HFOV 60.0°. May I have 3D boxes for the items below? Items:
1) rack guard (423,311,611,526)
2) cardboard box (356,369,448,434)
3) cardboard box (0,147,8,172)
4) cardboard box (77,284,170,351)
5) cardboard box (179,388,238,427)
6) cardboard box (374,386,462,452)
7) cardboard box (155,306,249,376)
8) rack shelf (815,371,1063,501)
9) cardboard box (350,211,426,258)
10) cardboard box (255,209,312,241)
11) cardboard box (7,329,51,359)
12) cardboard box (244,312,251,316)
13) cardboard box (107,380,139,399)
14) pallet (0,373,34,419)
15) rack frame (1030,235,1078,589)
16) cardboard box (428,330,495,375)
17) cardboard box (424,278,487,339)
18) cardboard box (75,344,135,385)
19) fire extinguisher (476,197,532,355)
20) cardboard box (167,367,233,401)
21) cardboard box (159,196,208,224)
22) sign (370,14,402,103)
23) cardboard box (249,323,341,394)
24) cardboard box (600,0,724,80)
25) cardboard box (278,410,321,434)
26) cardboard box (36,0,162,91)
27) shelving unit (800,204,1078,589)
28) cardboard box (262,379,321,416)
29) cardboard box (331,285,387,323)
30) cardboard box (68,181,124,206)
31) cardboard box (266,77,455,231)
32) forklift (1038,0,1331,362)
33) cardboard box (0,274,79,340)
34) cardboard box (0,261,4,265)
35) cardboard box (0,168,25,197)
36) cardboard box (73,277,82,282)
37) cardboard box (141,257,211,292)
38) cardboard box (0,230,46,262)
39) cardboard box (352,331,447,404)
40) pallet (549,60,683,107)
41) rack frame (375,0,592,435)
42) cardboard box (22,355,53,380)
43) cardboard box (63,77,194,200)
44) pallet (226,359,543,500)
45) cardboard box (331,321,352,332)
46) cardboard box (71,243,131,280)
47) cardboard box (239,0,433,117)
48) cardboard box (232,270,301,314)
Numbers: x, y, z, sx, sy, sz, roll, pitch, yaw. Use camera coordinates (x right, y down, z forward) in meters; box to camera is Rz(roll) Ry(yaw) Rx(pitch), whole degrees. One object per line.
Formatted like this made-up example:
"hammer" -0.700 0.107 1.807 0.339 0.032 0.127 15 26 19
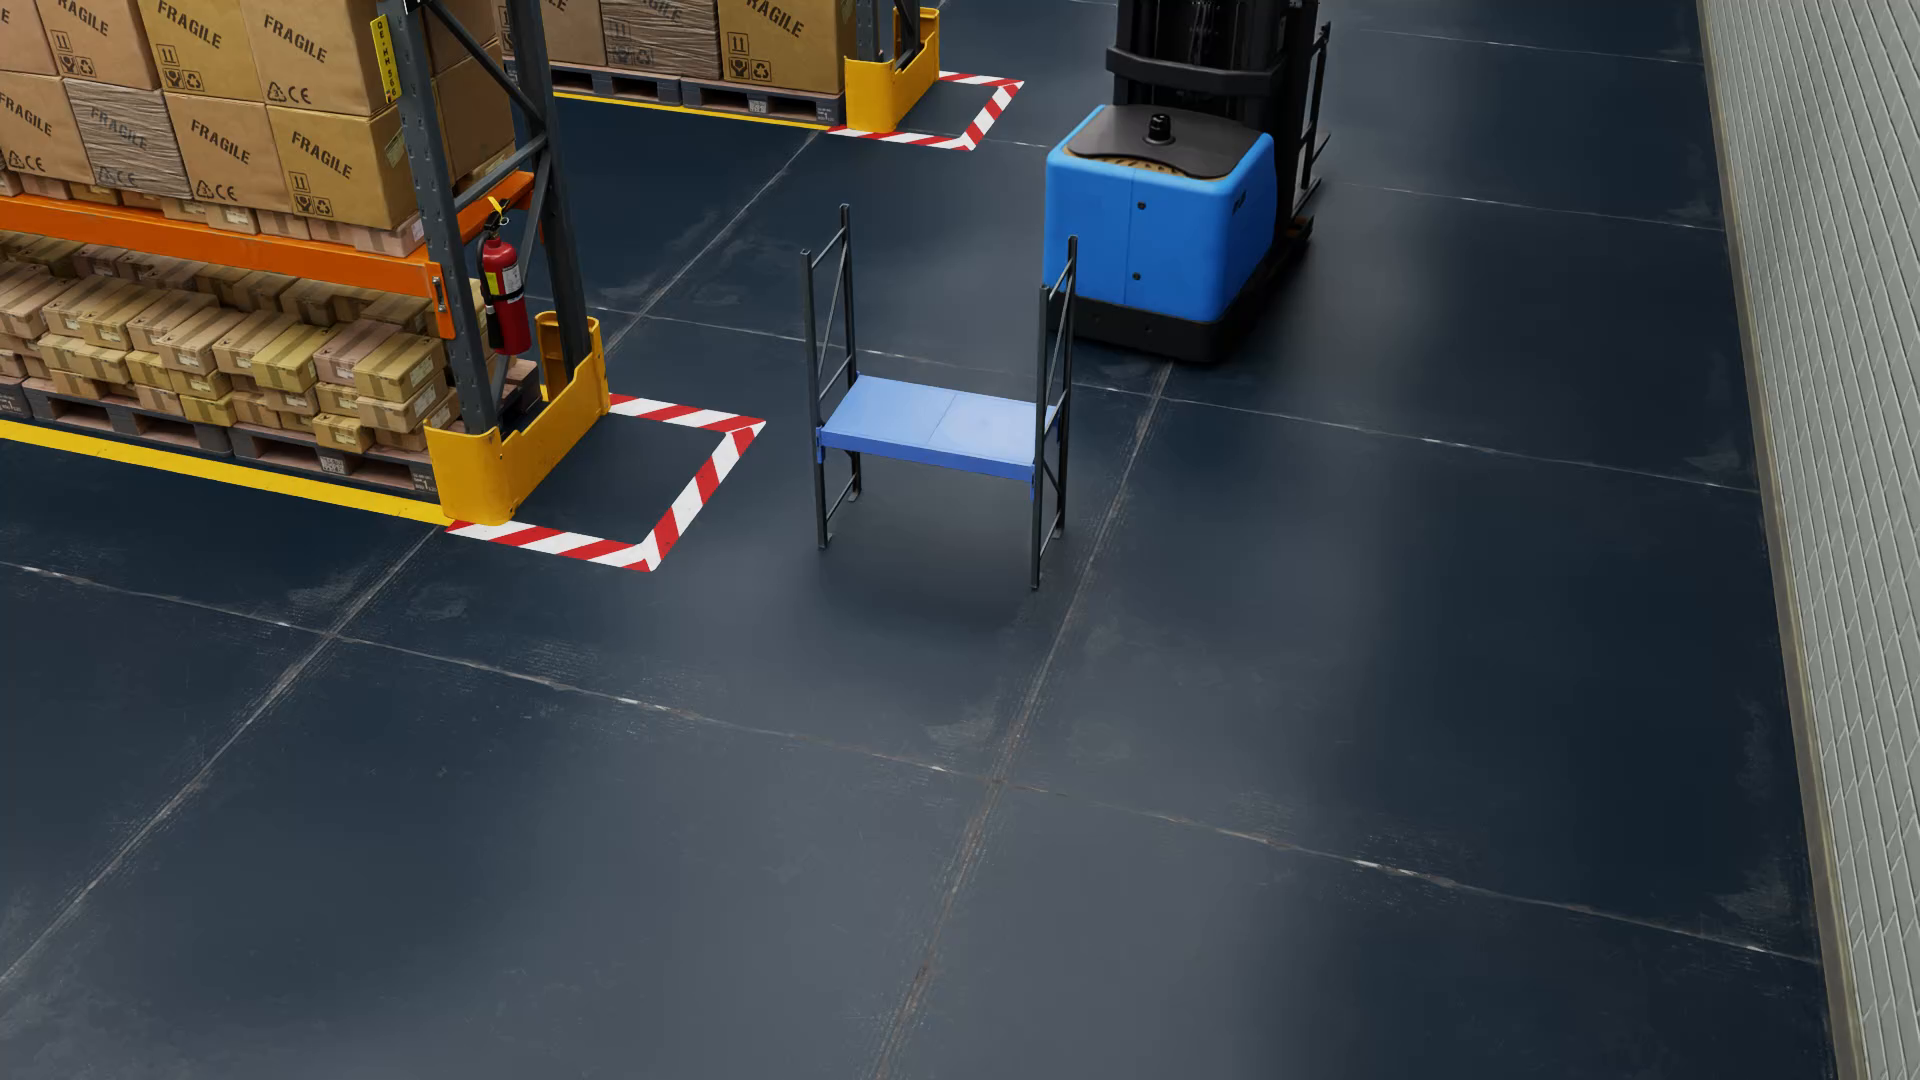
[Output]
"rack guard" -2.146 -0.617 8.166 0.348 0.500 1.175 10 38 14
"cardboard box" -2.662 -0.683 7.947 0.250 0.149 0.380 10 37 13
"cardboard box" -4.549 -2.054 7.675 0.500 0.500 0.500 10 37 13
"cardboard box" -4.140 -1.109 8.275 0.250 0.149 0.380 11 38 14
"cardboard box" -3.642 -0.735 8.270 0.250 0.149 0.380 9 37 12
"cardboard box" -2.638 -0.606 8.094 0.250 0.149 0.380 11 38 15
"cardboard box" -3.663 -0.969 8.085 0.250 0.149 0.380 12 38 16
"rack shelf" -0.081 -0.474 7.433 1.000 0.185 0.538 10 38 14
"cardboard box" -2.469 -1.407 7.342 0.250 0.149 0.380 11 38 14
"cardboard box" -2.939 -1.508 7.480 0.250 0.149 0.380 10 38 13
"cardboard box" -4.617 -1.085 8.493 0.250 0.149 0.380 12 38 16
"cardboard box" -3.496 -1.162 8.598 0.250 0.149 0.380 9 37 12
"cardboard box" -4.116 -0.882 8.469 0.250 0.149 0.380 12 38 15
"pallet" -5.240 -1.095 9.060 1.213 0.211 1.003 10 38 14
"rack frame" 0.404 -0.529 7.204 0.032 1.500 0.500 10 38 14
"cardboard box" -2.497 -0.989 8.363 0.250 0.149 0.380 12 38 16
"cardboard box" -2.472 -1.155 8.338 0.250 0.149 0.380 9 37 12
"cardboard box" -4.167 -0.946 8.305 0.250 0.149 0.380 11 38 14
"fire extinguisher" -1.971 -1.123 7.125 0.183 0.674 0.296 10 38 14
"cardboard box" -3.657 -0.858 8.185 0.250 0.149 0.380 11 38 15
"cardboard box" -3.432 -1.603 7.609 0.250 0.149 0.380 9 37 12
"sign" -2.258 -1.893 6.548 0.005 0.325 0.100 10 38 14
"cardboard box" -3.162 -0.872 7.953 0.250 0.149 0.380 10 37 13
"cardboard box" -2.001 -3.941 12.012 0.875 0.875 0.875 10 38 14
"cardboard box" -3.140 -0.690 8.207 0.250 0.149 0.380 10 38 14
"cardboard box" -3.567 -2.289 7.151 0.500 0.500 0.500 12 38 16
"shelving unit" -0.081 -0.619 7.326 1.048 1.500 0.538 10 38 14
"cardboard box" -3.159 -0.773 8.070 0.250 0.149 0.380 9 37 12
"cardboard box" -2.974 -1.253 8.471 0.250 0.149 0.380 10 38 14
"cardboard box" -3.930 -1.722 7.771 0.250 0.149 0.380 11 38 15
"cardboard box" -2.579 -1.704 7.199 0.500 0.500 0.500 11 38 15
"forklift" 1.520 -2.998 9.350 1.130 2.935 3.031 15 39 20
"cardboard box" -4.649 -1.176 8.366 0.250 0.149 0.380 11 38 15
"cardboard box" -5.123 -1.300 8.535 0.250 0.149 0.380 10 38 13
"cardboard box" -4.447 -1.775 7.844 0.250 0.149 0.380 12 38 16
"cardboard box" -4.514 -1.370 8.881 0.250 0.149 0.380 11 38 15
"cardboard box" -4.003 -1.367 8.626 0.250 0.149 0.380 11 38 14
"cardboard box" -4.979 -1.599 8.941 0.250 0.149 0.380 10 38 13
"cardboard box" -2.654 -0.821 7.884 0.250 0.149 0.380 11 38 14
"pallet" -2.445 -3.589 12.449 1.213 0.211 1.003 10 38 14
"rack frame" -2.073 -1.610 7.407 0.127 3.000 1.000 10 38 14
"cardboard box" -4.609 -0.986 8.610 0.250 0.149 0.380 9 37 12
"cardboard box" -3.556 -1.882 7.441 0.500 0.500 0.500 11 38 14
"pallet" -2.911 -0.664 8.474 1.213 0.211 1.003 10 38 14
"cardboard box" -3.002 -1.062 8.462 0.250 0.149 0.380 11 38 14
"cardboard box" -4.468 -1.514 8.825 0.250 0.149 0.380 9 37 12
"cardboard box" -2.584 -2.113 6.911 0.500 0.500 0.500 10 37 13
"cardboard box" -3.497 -1.304 8.541 0.250 0.149 0.380 12 38 16
